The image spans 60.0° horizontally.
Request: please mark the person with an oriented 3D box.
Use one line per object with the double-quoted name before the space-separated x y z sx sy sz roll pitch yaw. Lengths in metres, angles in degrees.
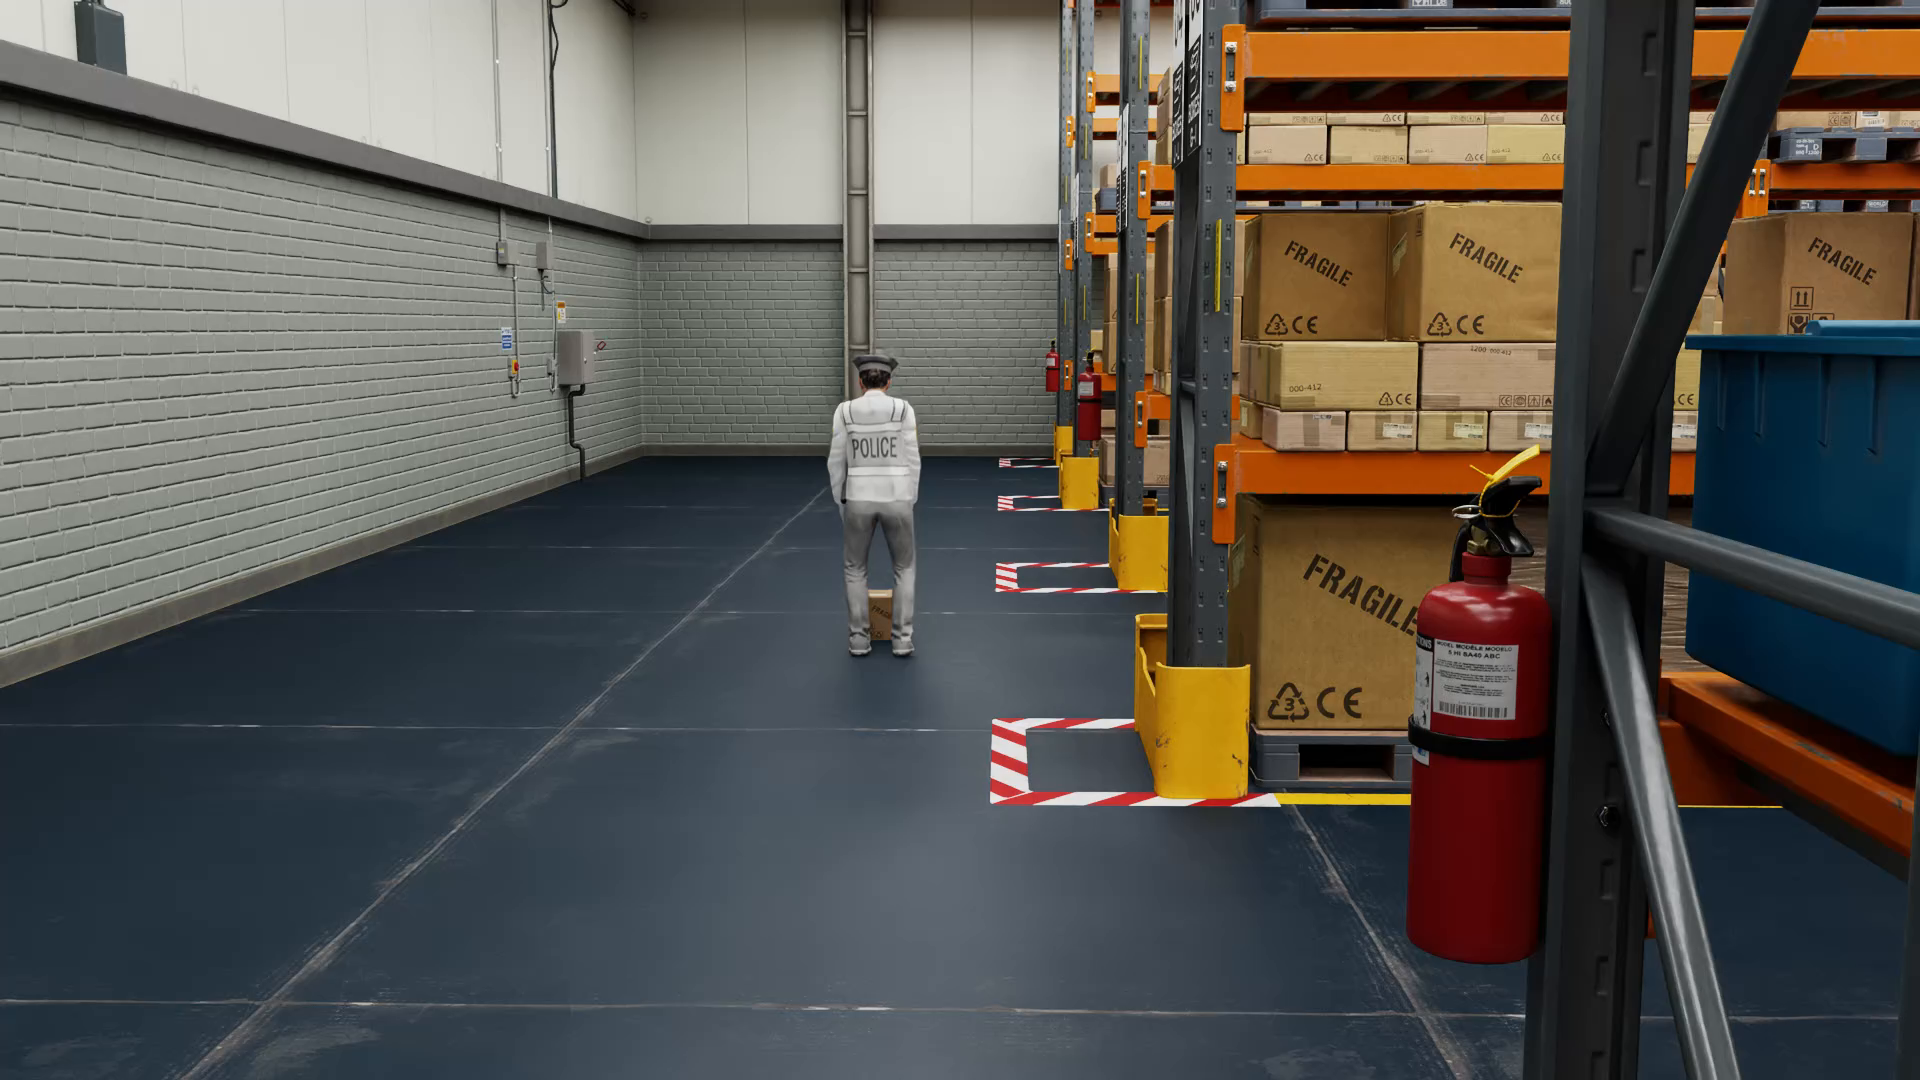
"person" -0.459 -0.183 8.939 0.504 1.616 0.465 0 7 3
